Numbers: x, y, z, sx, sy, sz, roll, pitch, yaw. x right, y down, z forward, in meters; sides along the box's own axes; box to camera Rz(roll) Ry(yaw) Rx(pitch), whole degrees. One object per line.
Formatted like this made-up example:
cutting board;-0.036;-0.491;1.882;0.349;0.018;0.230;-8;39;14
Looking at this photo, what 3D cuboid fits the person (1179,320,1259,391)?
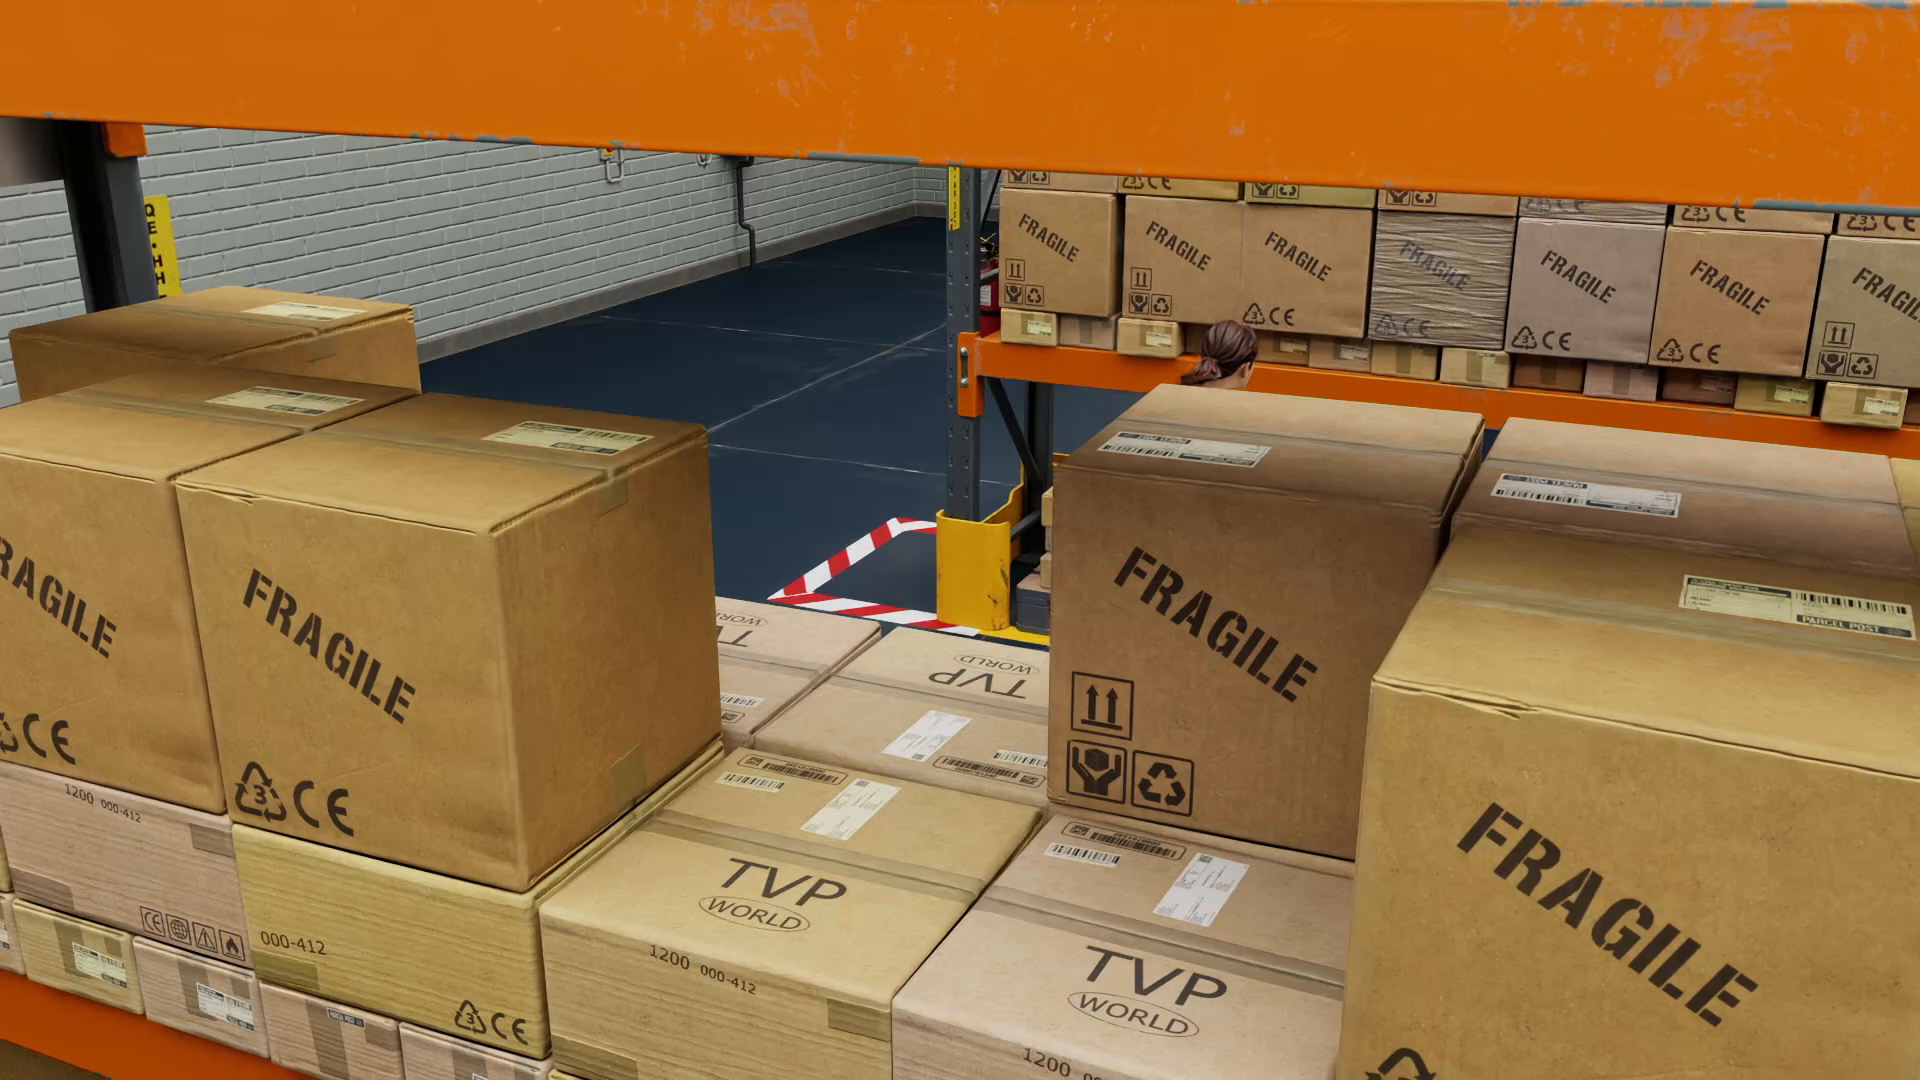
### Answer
person;0.935;0.089;5.792;0.544;1.709;0.494;7;20;20
